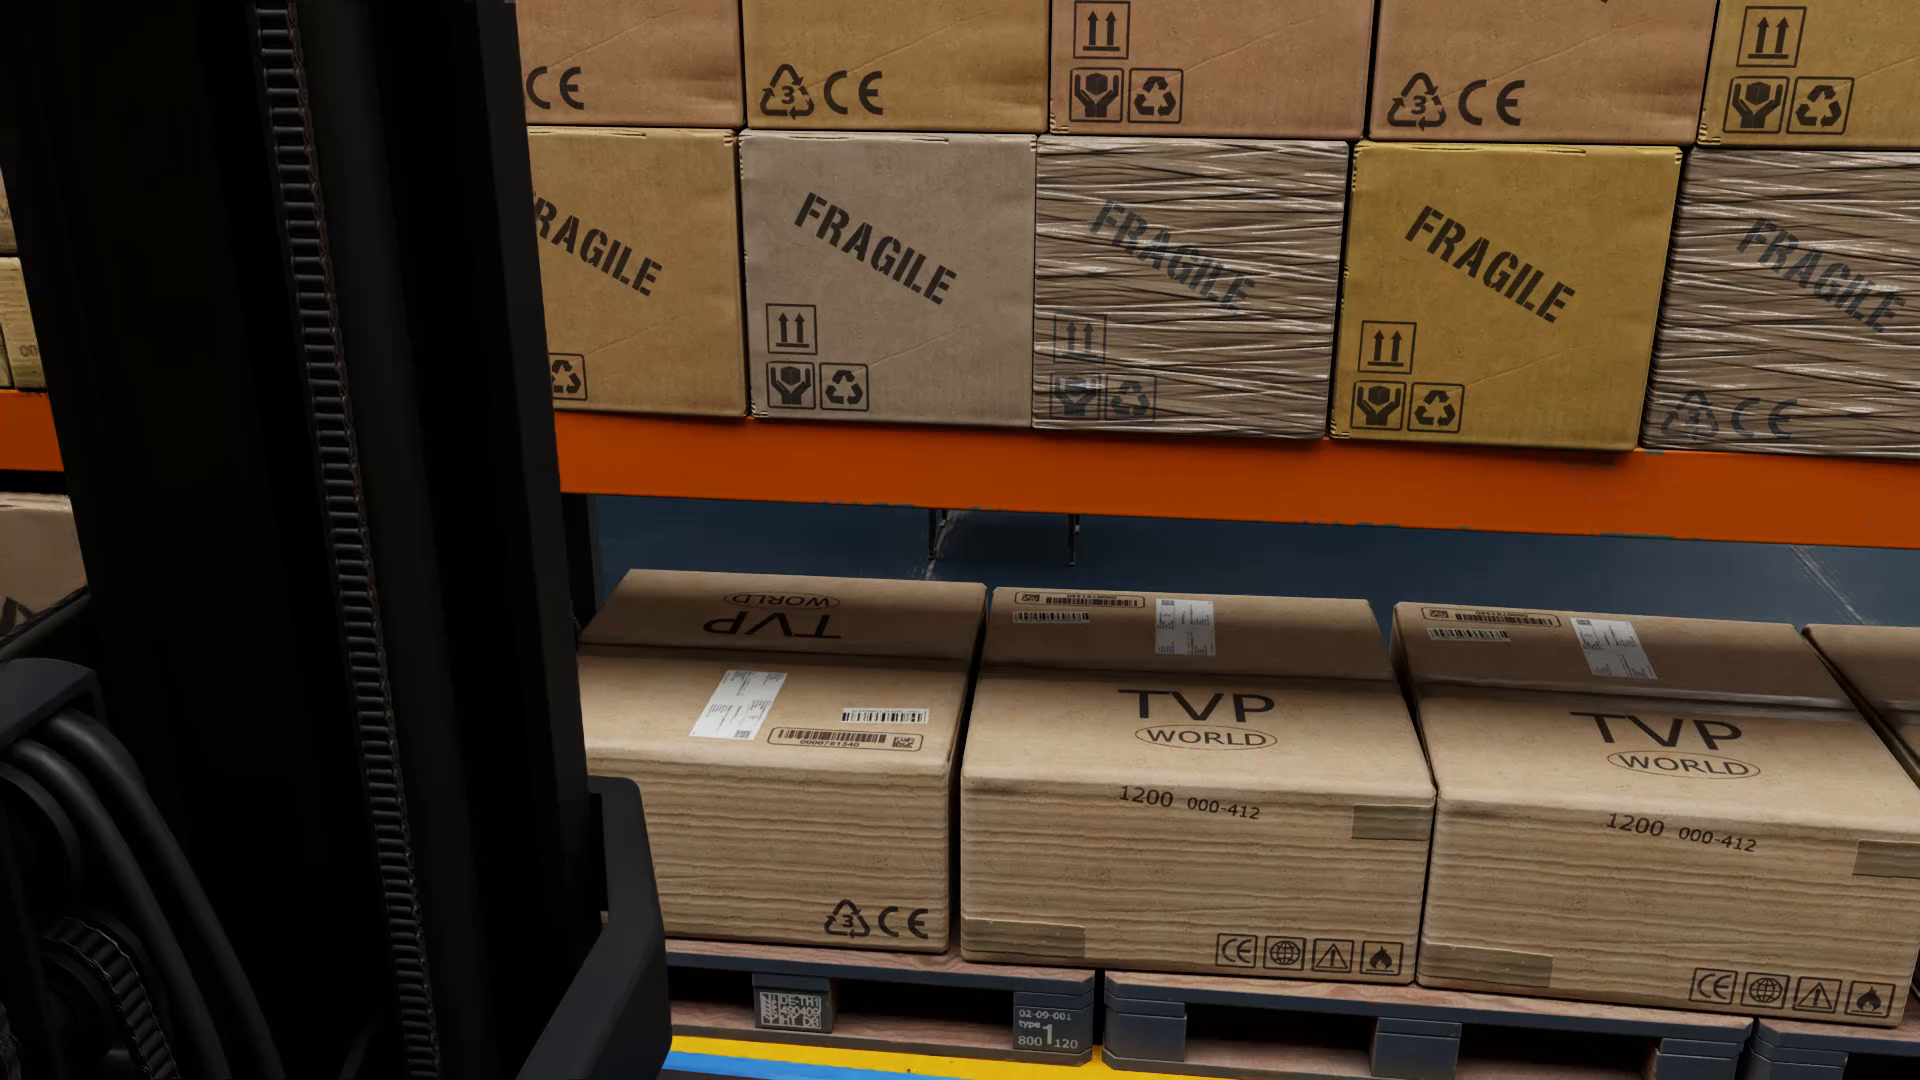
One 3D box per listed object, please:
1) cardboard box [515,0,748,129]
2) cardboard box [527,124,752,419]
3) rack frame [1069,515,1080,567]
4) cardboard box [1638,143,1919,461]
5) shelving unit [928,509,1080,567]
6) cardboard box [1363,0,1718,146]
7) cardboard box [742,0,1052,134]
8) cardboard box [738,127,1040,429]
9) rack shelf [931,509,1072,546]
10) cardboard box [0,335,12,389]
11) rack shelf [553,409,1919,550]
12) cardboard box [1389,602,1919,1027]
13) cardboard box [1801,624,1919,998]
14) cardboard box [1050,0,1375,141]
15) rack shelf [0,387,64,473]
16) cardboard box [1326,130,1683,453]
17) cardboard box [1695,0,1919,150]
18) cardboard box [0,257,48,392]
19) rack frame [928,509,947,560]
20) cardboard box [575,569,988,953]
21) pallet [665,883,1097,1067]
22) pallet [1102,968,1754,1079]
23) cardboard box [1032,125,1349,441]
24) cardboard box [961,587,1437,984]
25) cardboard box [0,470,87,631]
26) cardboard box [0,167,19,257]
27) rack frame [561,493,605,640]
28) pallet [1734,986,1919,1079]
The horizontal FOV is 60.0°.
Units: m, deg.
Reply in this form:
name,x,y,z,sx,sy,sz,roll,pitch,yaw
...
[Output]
name,x,y,z,sx,sy,sz,roll,pitch,yaw
cardboard box,-0.581,-1.021,2.945,0.500,0.500,0.500,3,22,7
cardboard box,-0.590,-0.549,3.112,0.500,0.500,0.500,3,22,8
rack frame,0.407,-0.959,5.509,0.015,2.100,0.400,2,22,6
cardboard box,1.428,-0.462,2.892,0.500,0.500,0.500,3,22,8
shelving unit,0.164,-0.969,5.536,0.503,2.100,0.431,2,22,6
cardboard box,0.928,-0.947,2.760,0.500,0.500,0.500,2,22,6
cardboard box,-0.080,-0.996,2.884,0.500,0.500,0.500,2,22,6
cardboard box,-0.091,-0.525,3.053,0.500,0.500,0.500,3,22,7
rack shelf,0.164,-0.306,5.798,0.480,0.518,0.431,2,22,6
cardboard box,-2.006,-0.498,3.324,0.500,0.250,0.500,2,22,6
rack shelf,0.961,-0.197,3.337,4.000,0.370,1.077,2,22,6
cardboard box,1.370,0.523,3.452,0.875,0.438,0.875,3,22,8
cardboard box,2.280,0.559,3.359,0.875,0.438,0.875,2,22,4
cardboard box,0.428,-0.970,2.818,0.500,0.500,0.500,3,22,7
rack shelf,-3.011,-0.370,3.774,4.000,0.370,1.077,2,22,6
cardboard box,0.914,-0.479,2.936,0.500,0.500,0.500,3,22,8
cardboard box,1.427,-0.925,2.703,0.500,0.500,0.500,2,22,6
cardboard box,-1.500,-0.476,3.267,0.500,0.250,0.500,2,22,5
rack frame,-0.078,-0.980,5.562,0.015,2.100,0.400,2,22,6
cardboard box,-0.414,0.444,3.649,0.875,0.438,0.875,2,22,6
pallet,-0.279,0.740,3.781,1.213,0.211,1.003,2,22,6
pallet,0.936,0.792,3.649,1.213,0.211,1.003,2,22,6
cardboard box,0.402,-0.502,2.993,0.500,0.500,0.500,3,22,7
cardboard box,0.475,0.483,3.552,0.875,0.438,0.875,2,22,5
cardboard box,-1.650,0.177,3.731,0.875,0.875,0.875,3,22,8
cardboard box,-1.491,-0.711,3.183,0.500,0.250,0.500,2,22,6
rack frame,-1.025,-0.618,3.423,0.127,3.000,1.000,2,22,6
pallet,2.144,0.846,3.513,1.213,0.211,1.003,2,22,6
